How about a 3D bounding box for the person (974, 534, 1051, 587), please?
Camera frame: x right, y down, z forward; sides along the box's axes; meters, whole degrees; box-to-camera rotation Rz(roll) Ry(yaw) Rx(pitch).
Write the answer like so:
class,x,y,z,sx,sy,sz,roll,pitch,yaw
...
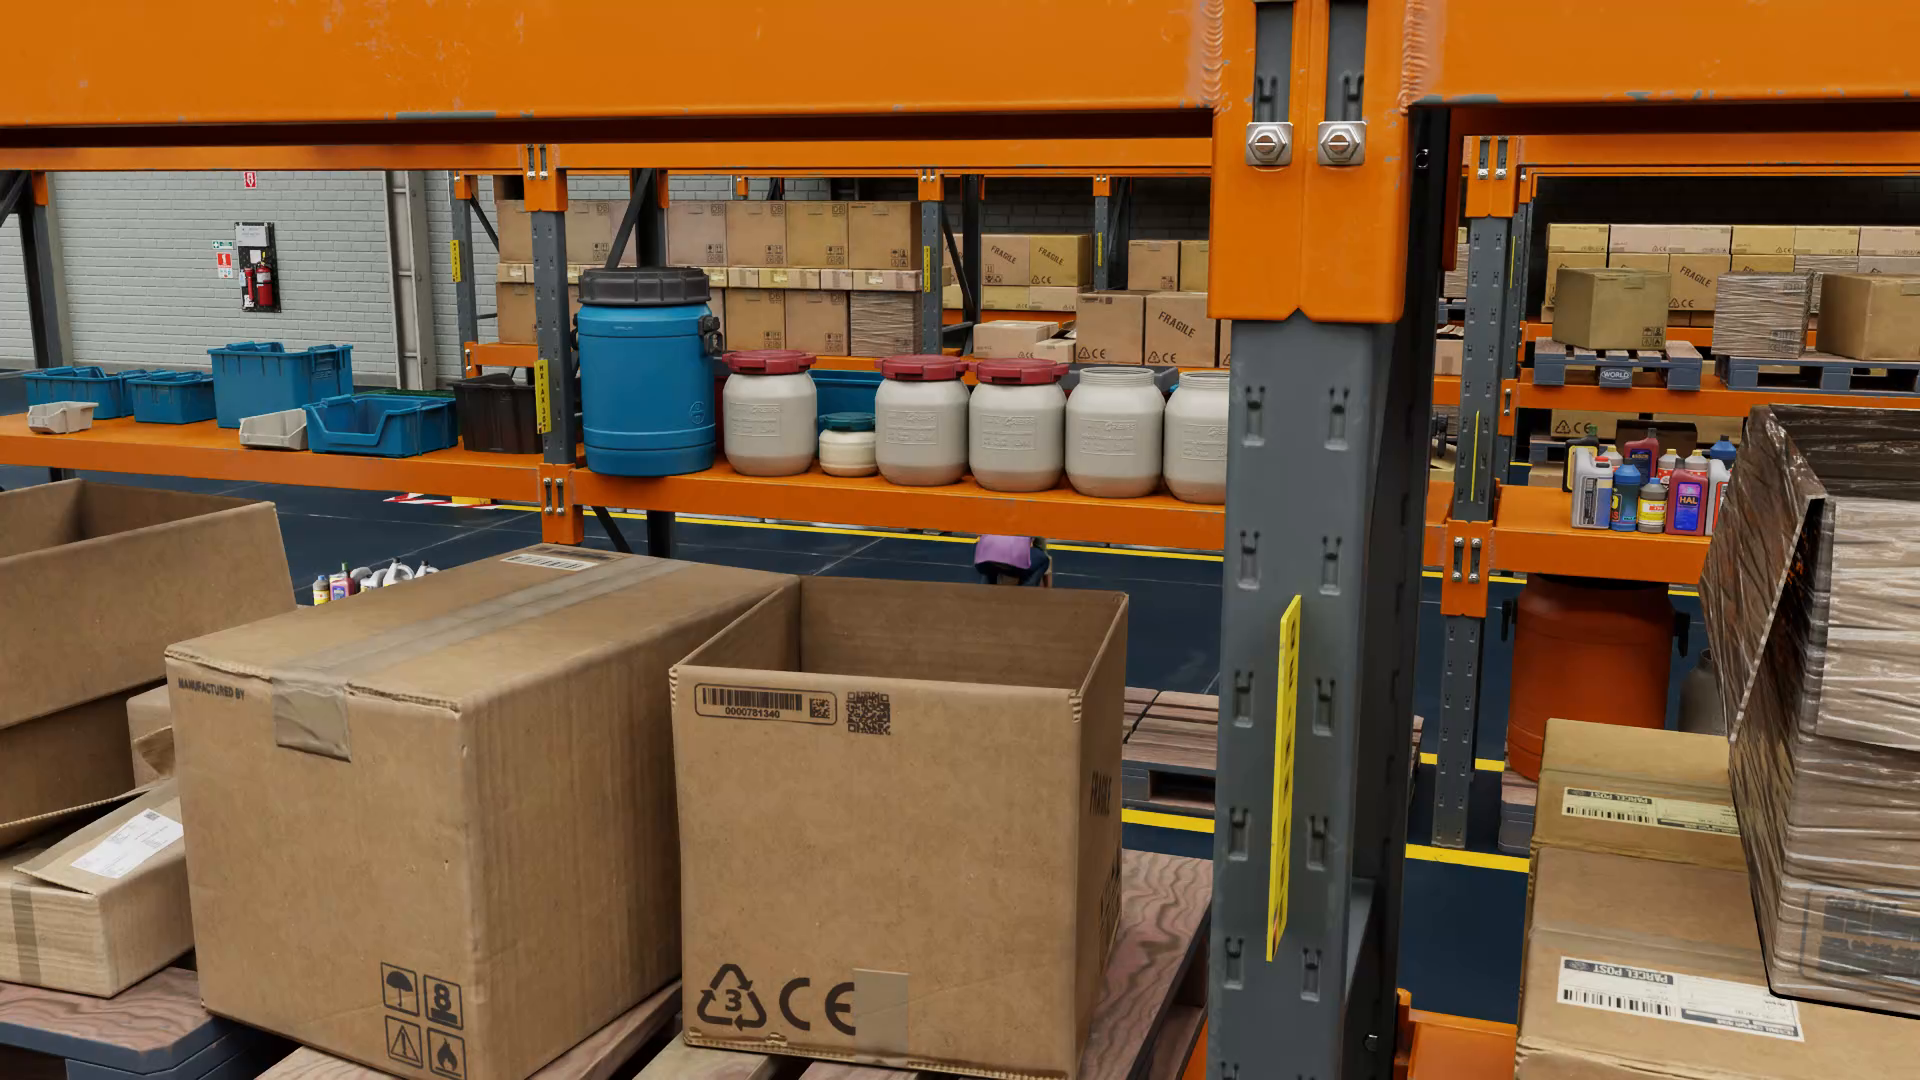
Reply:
class,x,y,z,sx,sy,sz,roll,pitch,yaw
person,0.321,0.137,10.213,0.432,0.734,0.839,4,13,18
